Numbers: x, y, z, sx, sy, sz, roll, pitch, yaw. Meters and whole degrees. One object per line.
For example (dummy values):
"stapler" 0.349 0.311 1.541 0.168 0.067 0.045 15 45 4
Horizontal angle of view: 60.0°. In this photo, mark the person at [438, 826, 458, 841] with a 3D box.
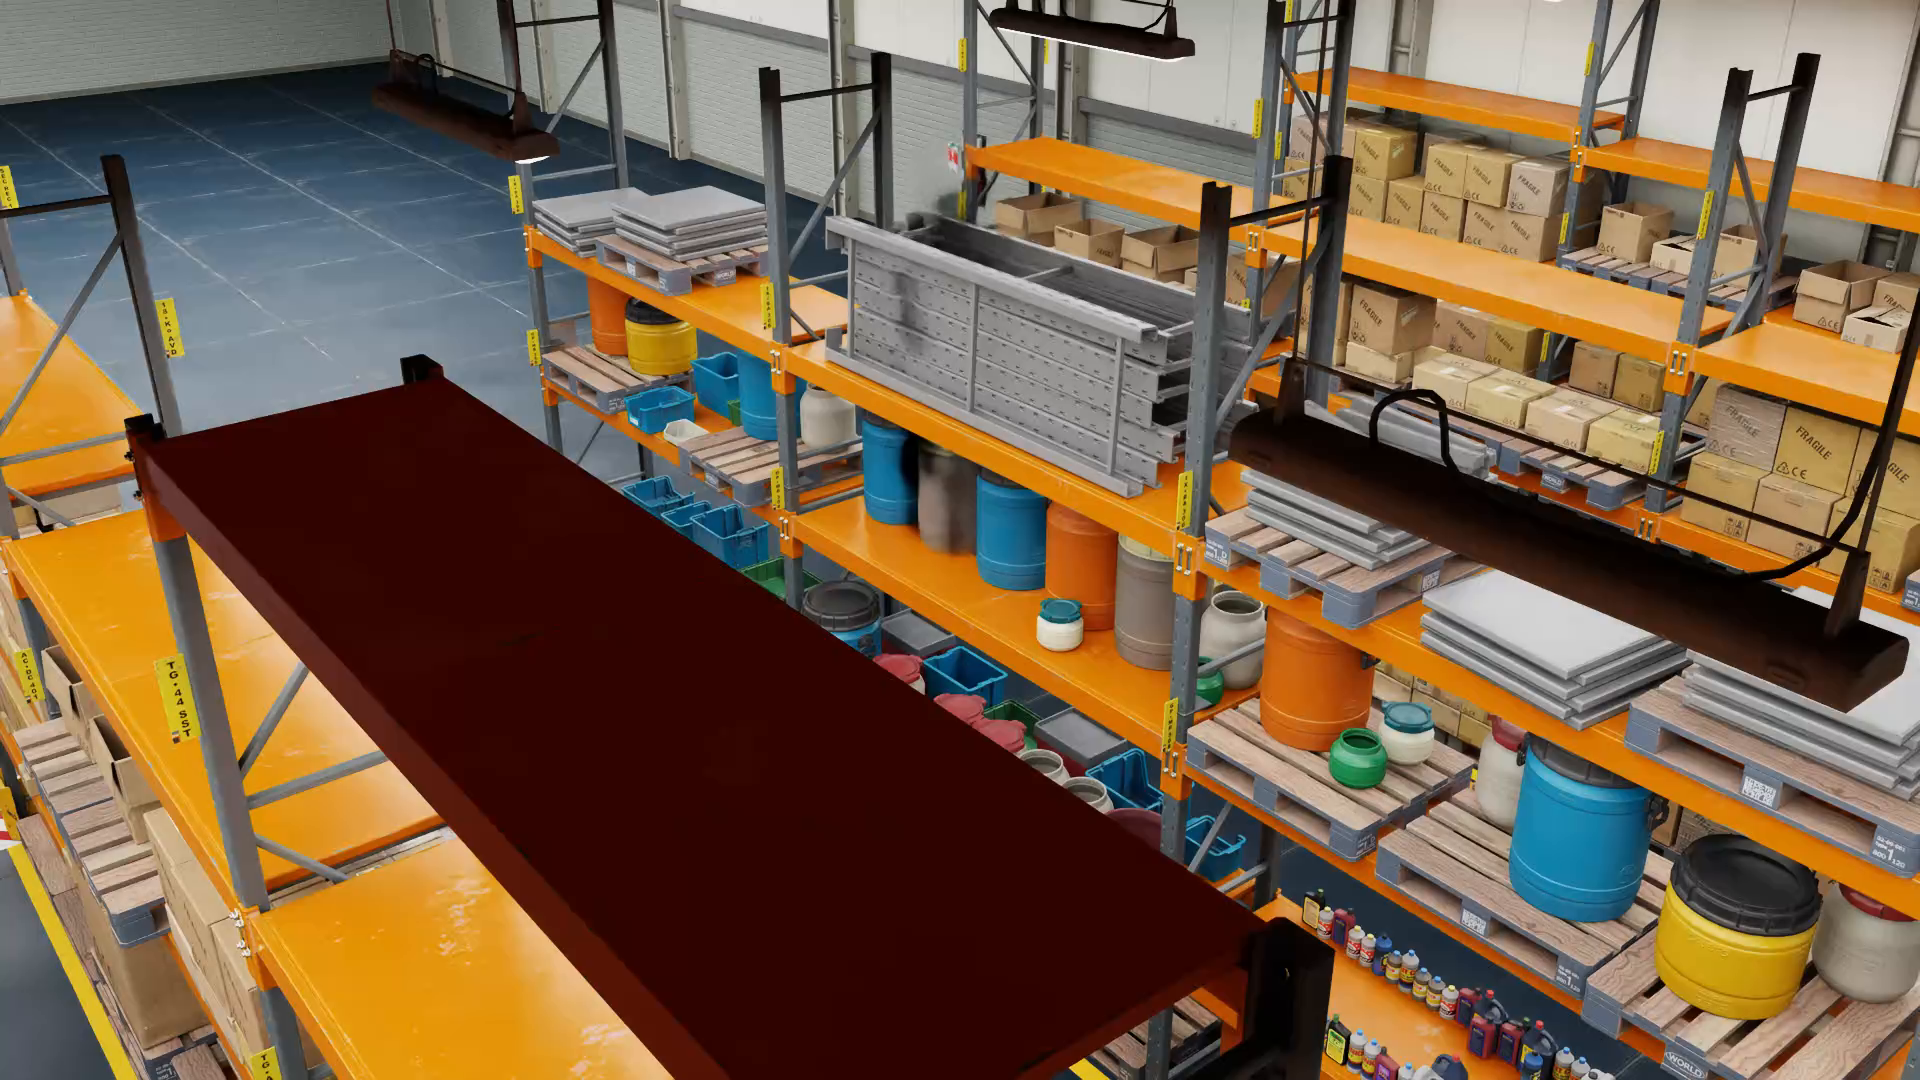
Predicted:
"person" -3.309 2.317 10.944 0.515 1.659 0.603 22 33 37
